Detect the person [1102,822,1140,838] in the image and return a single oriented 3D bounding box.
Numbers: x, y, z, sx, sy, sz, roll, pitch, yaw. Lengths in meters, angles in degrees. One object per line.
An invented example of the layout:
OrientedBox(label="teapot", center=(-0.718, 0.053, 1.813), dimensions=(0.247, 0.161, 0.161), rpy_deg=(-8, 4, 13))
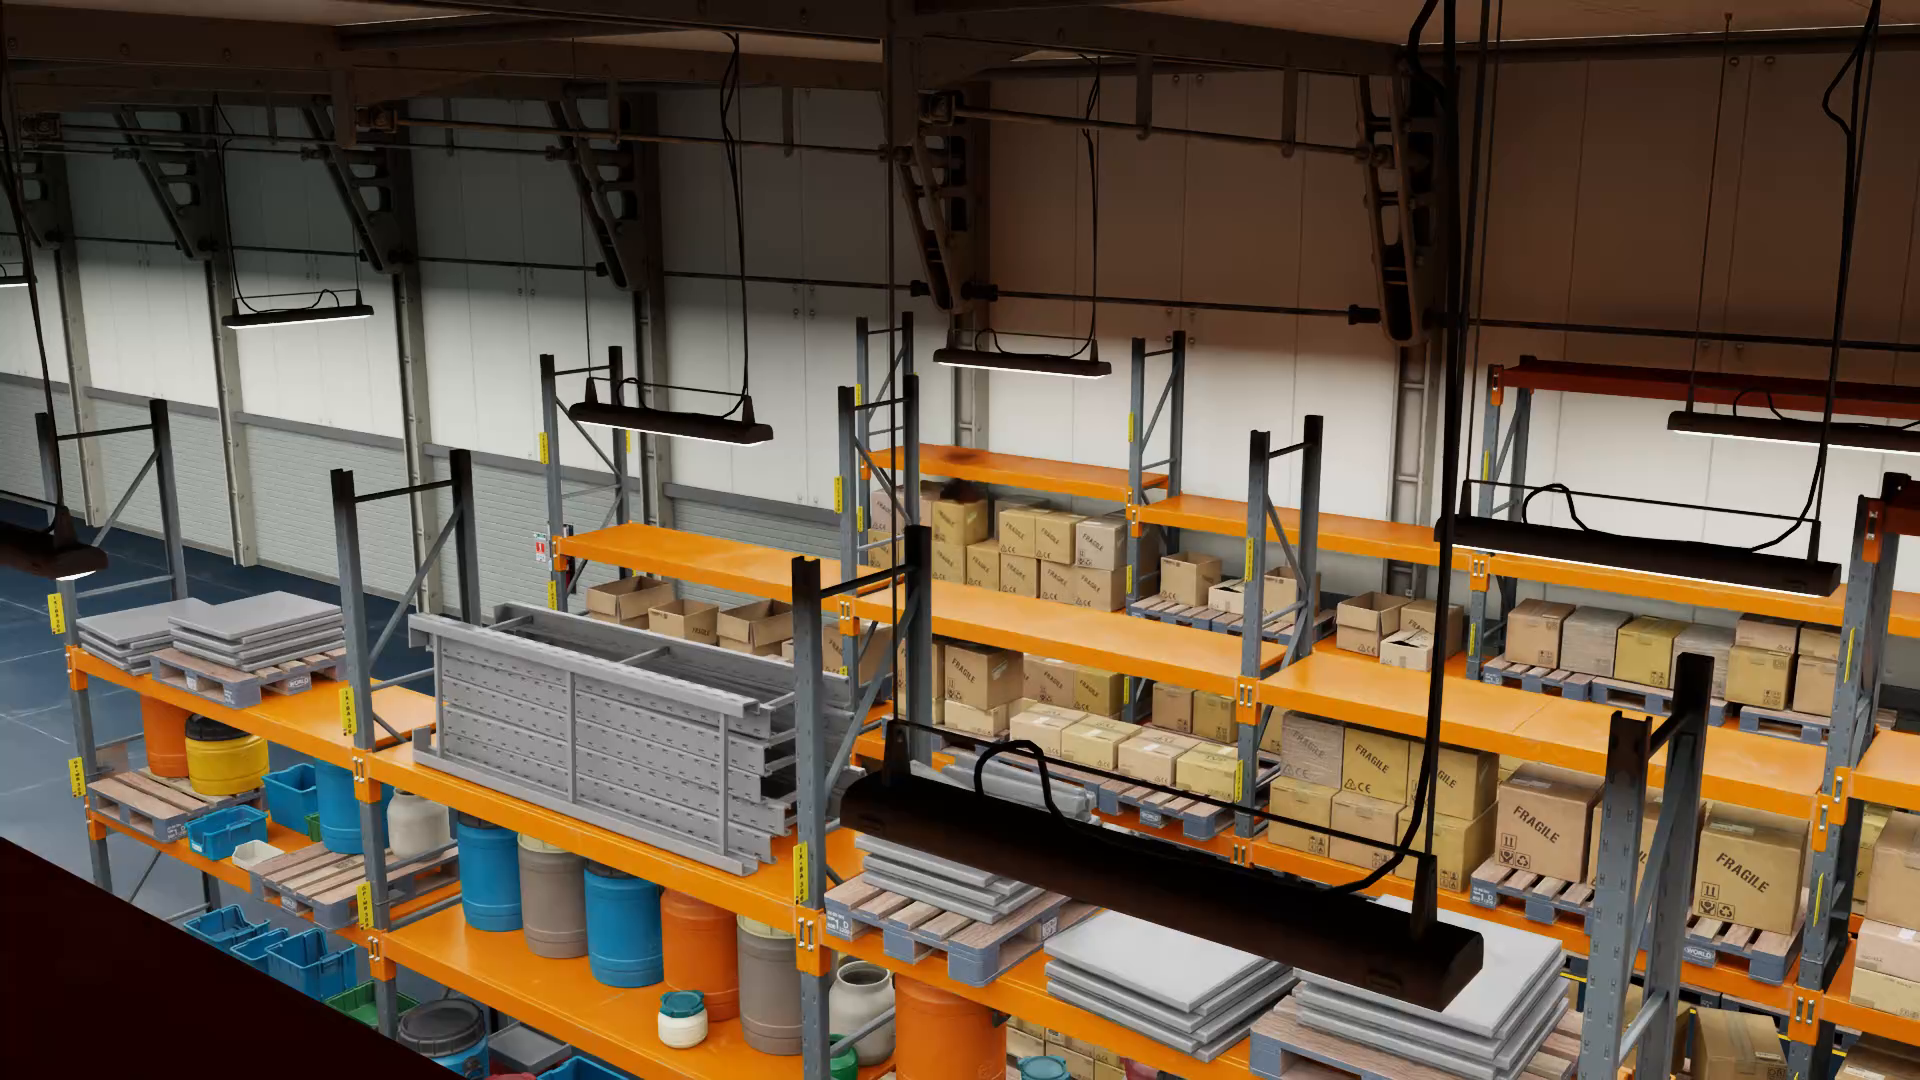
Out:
OrientedBox(label="person", center=(1.737, 3.181, 17.850), dimensions=(0.501, 1.682, 0.383), rpy_deg=(11, 17, 40))
